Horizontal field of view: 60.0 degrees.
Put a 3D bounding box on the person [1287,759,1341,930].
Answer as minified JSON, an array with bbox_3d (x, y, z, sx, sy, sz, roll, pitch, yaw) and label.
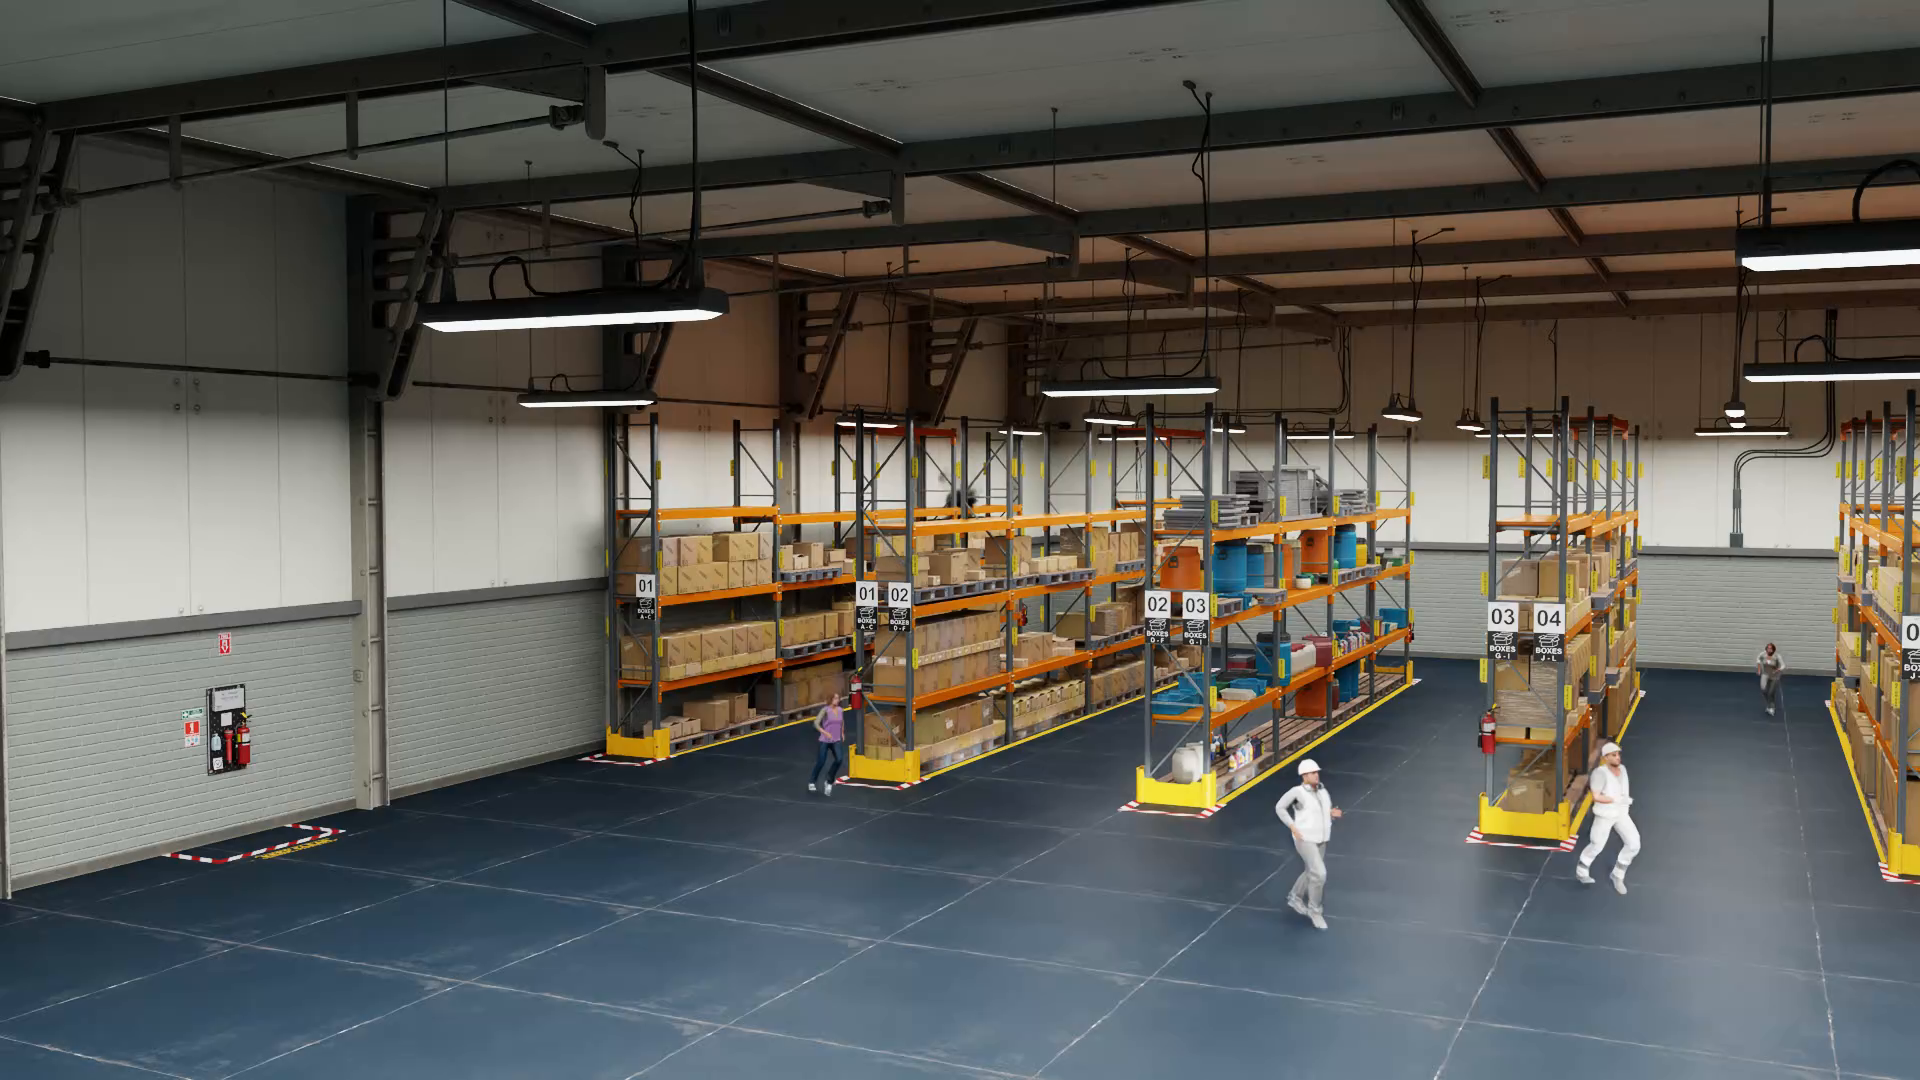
[{"bbox_3d":[3.866,3.343,18.366,0.496,1.831,0.731,-2,3,-39],"label":"person"}]

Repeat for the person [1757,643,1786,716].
[{"bbox_3d":[16.666,2.834,34.156,0.554,1.511,0.850,2,3,34],"label":"person"}]

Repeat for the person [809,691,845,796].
[{"bbox_3d":[-2.004,3.136,25.767,0.602,1.582,0.613,-1,3,-31],"label":"person"}]

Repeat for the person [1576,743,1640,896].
[{"bbox_3d":[7.699,3.277,19.644,0.672,1.789,0.882,-1,3,-18],"label":"person"}]
